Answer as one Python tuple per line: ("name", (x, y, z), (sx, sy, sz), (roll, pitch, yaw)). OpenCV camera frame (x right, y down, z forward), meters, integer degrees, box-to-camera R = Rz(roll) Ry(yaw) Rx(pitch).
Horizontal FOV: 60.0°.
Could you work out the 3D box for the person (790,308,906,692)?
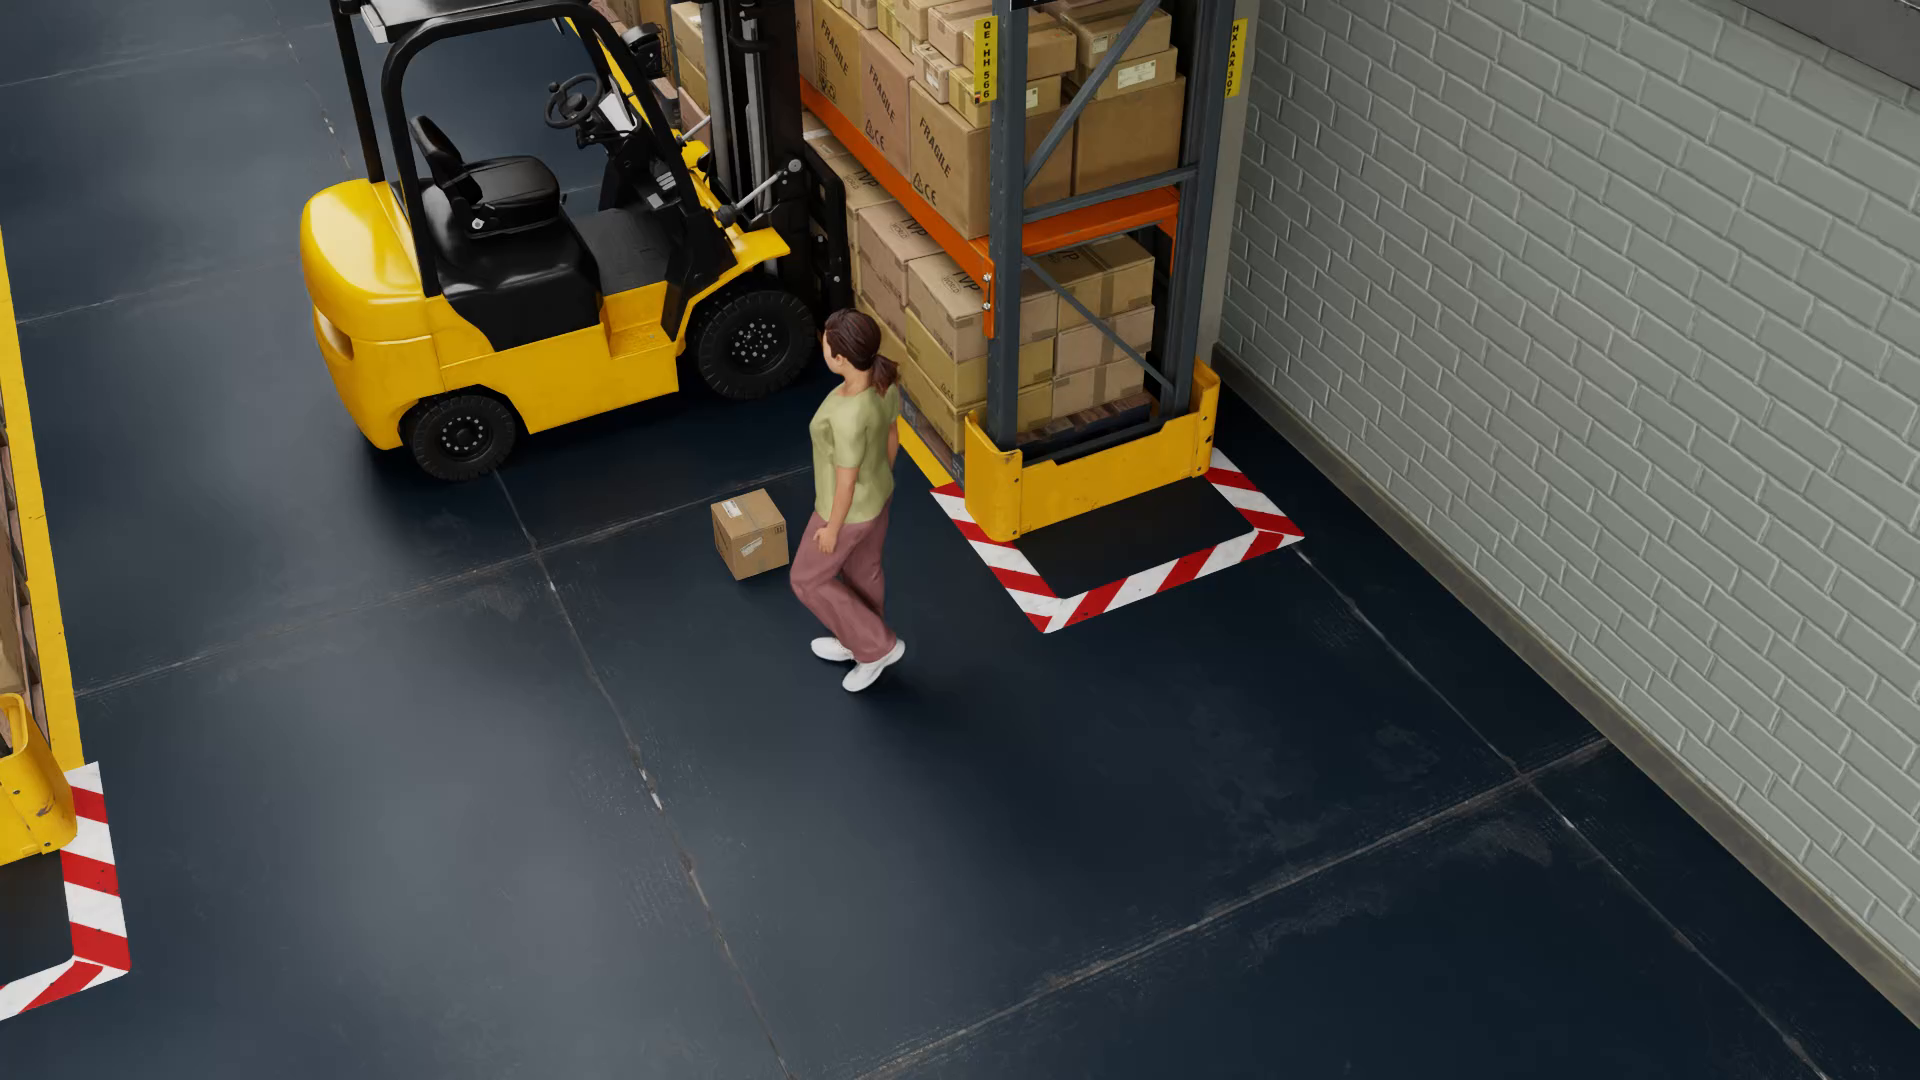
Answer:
("person", (-0.407, -0.143, 6.307), (0.435, 1.672, 0.457), (12, 43, 13))
